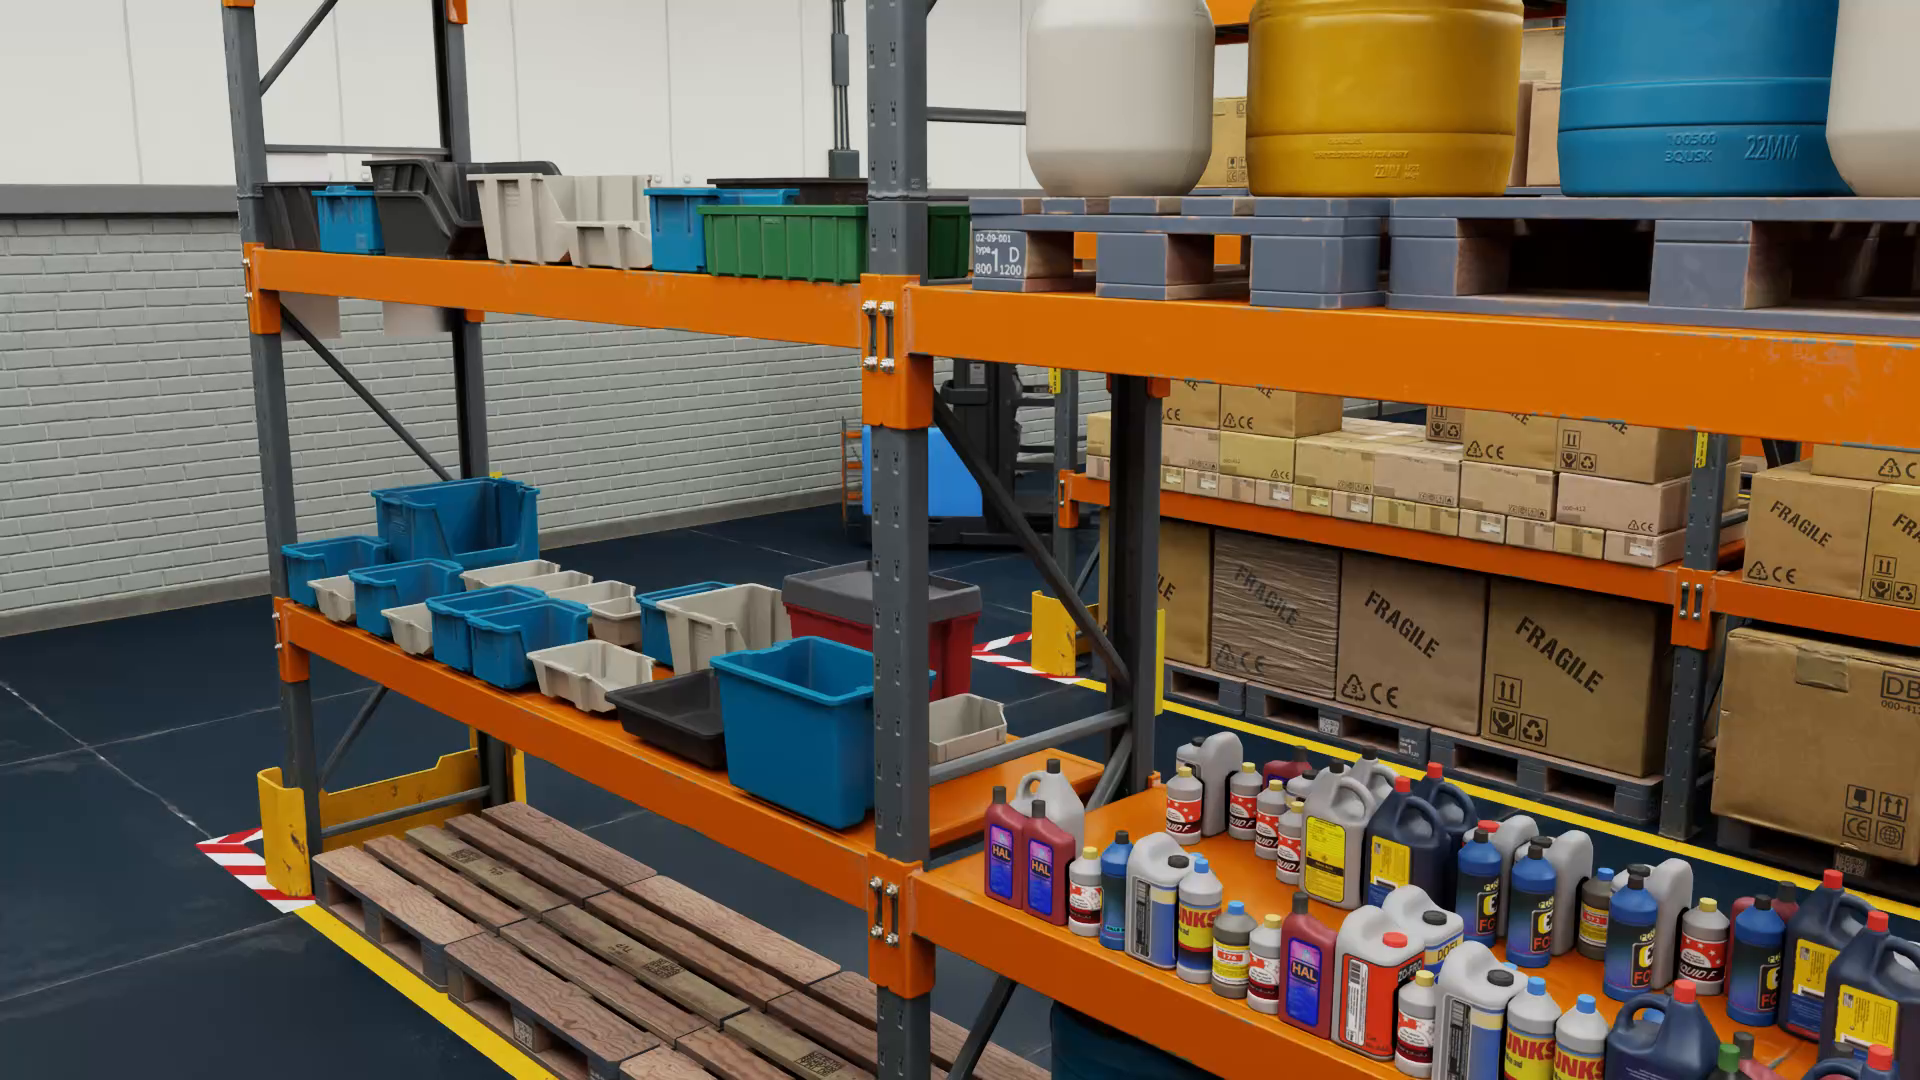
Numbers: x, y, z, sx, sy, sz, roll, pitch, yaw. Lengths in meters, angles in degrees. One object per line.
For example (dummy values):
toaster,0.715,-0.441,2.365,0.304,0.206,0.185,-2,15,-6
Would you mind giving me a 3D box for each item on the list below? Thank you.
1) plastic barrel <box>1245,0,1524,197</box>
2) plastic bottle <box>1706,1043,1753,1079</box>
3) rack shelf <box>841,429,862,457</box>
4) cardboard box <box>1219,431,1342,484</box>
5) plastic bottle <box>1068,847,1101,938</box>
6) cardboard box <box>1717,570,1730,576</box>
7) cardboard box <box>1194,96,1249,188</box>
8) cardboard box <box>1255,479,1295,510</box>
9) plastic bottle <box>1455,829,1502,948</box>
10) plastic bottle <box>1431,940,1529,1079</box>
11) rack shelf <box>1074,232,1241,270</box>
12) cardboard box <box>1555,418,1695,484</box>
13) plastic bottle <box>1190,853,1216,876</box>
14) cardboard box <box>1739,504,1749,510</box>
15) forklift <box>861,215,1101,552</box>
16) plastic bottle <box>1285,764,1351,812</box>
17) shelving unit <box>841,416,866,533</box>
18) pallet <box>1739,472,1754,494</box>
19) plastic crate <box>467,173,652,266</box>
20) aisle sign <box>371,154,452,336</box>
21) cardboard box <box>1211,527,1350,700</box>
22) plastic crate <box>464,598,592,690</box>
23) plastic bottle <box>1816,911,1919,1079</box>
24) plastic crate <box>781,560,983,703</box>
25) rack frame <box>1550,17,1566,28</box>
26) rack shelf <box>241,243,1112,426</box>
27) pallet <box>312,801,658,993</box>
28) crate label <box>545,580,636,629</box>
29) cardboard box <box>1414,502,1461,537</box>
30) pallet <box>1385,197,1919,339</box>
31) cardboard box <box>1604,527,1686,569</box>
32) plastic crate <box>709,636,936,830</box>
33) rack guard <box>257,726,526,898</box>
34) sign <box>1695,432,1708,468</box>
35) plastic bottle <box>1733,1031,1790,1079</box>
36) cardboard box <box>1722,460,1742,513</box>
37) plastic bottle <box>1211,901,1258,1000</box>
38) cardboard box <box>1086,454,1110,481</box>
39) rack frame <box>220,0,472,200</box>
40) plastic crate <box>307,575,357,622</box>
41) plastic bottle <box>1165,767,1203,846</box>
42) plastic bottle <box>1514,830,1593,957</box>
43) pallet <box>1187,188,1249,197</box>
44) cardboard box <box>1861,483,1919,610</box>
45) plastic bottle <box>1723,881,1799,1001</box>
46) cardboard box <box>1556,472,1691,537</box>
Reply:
plastic barrel,0.955,-1.077,3.765,0.600,0.588,0.600,0,12,0
plastic bottle,1.343,1.013,2.850,0.061,0.283,0.133,-11,16,-43
rack shelf,-0.966,-0.870,15.179,0.215,0.259,0.240,-2,12,-8
cardboard box,1.842,-0.505,9.562,0.500,0.250,0.500,11,16,43
plastic bottle,0.307,0.829,3.946,0.097,0.201,0.097,0,12,0
cardboard box,5.863,0.170,12.676,0.380,0.149,0.250,-11,16,-43
cardboard box,1.697,-2.294,9.644,0.500,0.500,0.700,11,16,43
cardboard box,1.894,-0.281,9.463,0.380,0.149,0.250,-11,16,-43
plastic bottle,1.207,0.808,3.877,0.097,0.271,0.097,0,12,0
plastic bottle,1.021,0.935,3.245,0.152,0.276,0.135,-11,16,-43
rack shelf,2.379,-1.514,9.175,1.077,0.370,4.000,-11,16,-43
cardboard box,3.249,-0.575,8.043,0.500,0.500,0.500,-10,15,-41
plastic bottle,0.552,0.836,3.911,0.097,0.201,0.097,0,12,0
cardboard box,6.268,-0.193,12.965,0.380,0.149,0.250,-11,16,-42
forklift,0.672,-1.432,14.596,3.031,2.935,1.130,1,12,3
plastic bottle,0.936,0.712,4.332,0.152,0.276,0.135,-11,16,-43
shelving unit,-0.965,-0.603,15.234,0.215,1.050,0.252,-2,12,-8
pallet,8.774,-0.598,17.293,1.003,0.211,1.213,-11,16,-43
plastic crate,-1.277,-1.043,5.402,0.437,0.282,0.530,-11,16,-43
aisle sign,-2.422,-1.323,7.459,0.394,0.787,0.004,-11,16,-43
cardboard box,2.126,0.361,9.950,0.875,0.875,0.875,-11,16,-43
plastic crate,-1.536,0.372,5.940,0.416,0.233,0.300,-11,16,-43
plastic bottle,1.793,0.899,3.235,0.144,0.351,0.185,-11,16,-43
plastic crate,-0.258,0.359,5.428,0.402,0.464,0.583,-11,16,-43
rack frame,4.655,-4.304,13.500,1.000,3.000,0.127,-11,16,-43
rack shelf,-1.203,-0.824,5.825,1.077,0.370,4.000,-11,16,-43
pallet,-2.043,1.493,7.143,1.003,0.211,1.213,-11,16,-43
crate label,-1.491,0.276,6.641,0.396,0.136,0.243,-11,16,-43
cardboard box,2.601,-0.131,8.737,0.380,0.149,0.250,-11,16,-42
pallet,1.575,-0.526,3.064,1.003,0.211,1.213,-11,16,-43
cardboard box,3.312,0.019,8.008,0.380,0.149,0.250,-11,16,-42
plastic crate,-0.391,0.543,4.734,0.392,0.384,0.575,-11,16,-43
rack guard,-2.611,1.224,7.732,1.175,0.500,0.348,-11,16,-43
sign,3.360,-0.490,7.517,0.100,0.325,0.005,-11,16,-43
plastic bottle,1.387,1.005,2.891,0.061,0.283,0.133,-11,16,-43
cardboard box,3.625,-0.282,8.483,0.500,0.250,0.500,-11,16,-44
plastic bottle,0.602,0.891,3.644,0.097,0.201,0.097,0,12,0
cardboard box,1.004,-0.468,10.373,0.380,0.149,0.250,-11,16,-42
rack frame,-2.585,-2.937,6.866,1.000,3.000,0.127,-11,16,-43
plastic crate,-2.491,0.241,6.812,0.250,0.136,0.298,-11,16,-43
plastic bottle,0.606,0.715,4.500,0.097,0.201,0.097,0,12,0
plastic bottle,1.377,0.805,3.879,0.152,0.276,0.135,-11,16,-43
pallet,1.517,-2.008,10.010,1.003,0.211,1.213,-11,16,-43
cardboard box,4.245,0.021,7.128,0.500,0.500,0.500,-11,16,-42
plastic bottle,1.730,0.862,3.581,0.061,0.283,0.133,-11,16,-43
cardboard box,3.265,-0.205,8.109,0.500,0.250,0.500,-11,16,-44
